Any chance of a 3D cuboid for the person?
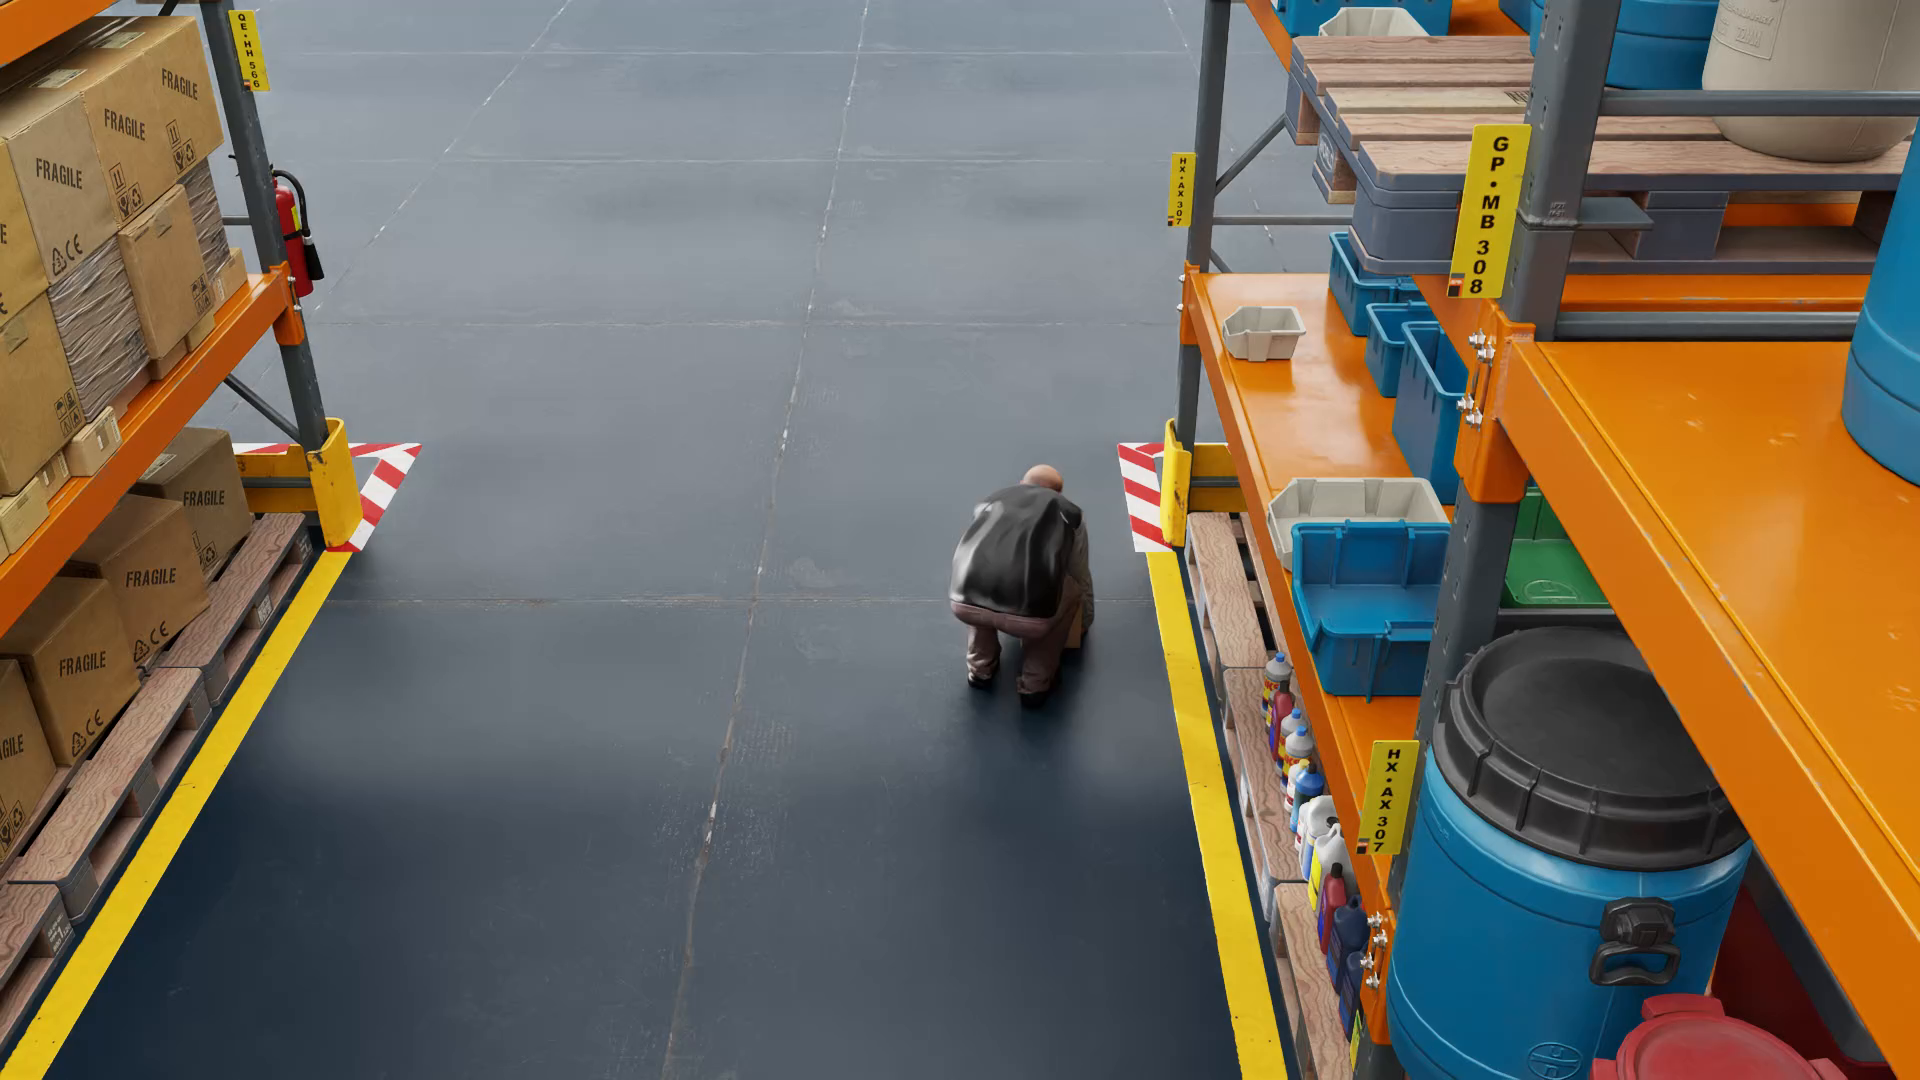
[{"bbox_3d":[0.255,0.180,6.778,0.501,0.807,0.945,9,32,15],"label":"person"}]
